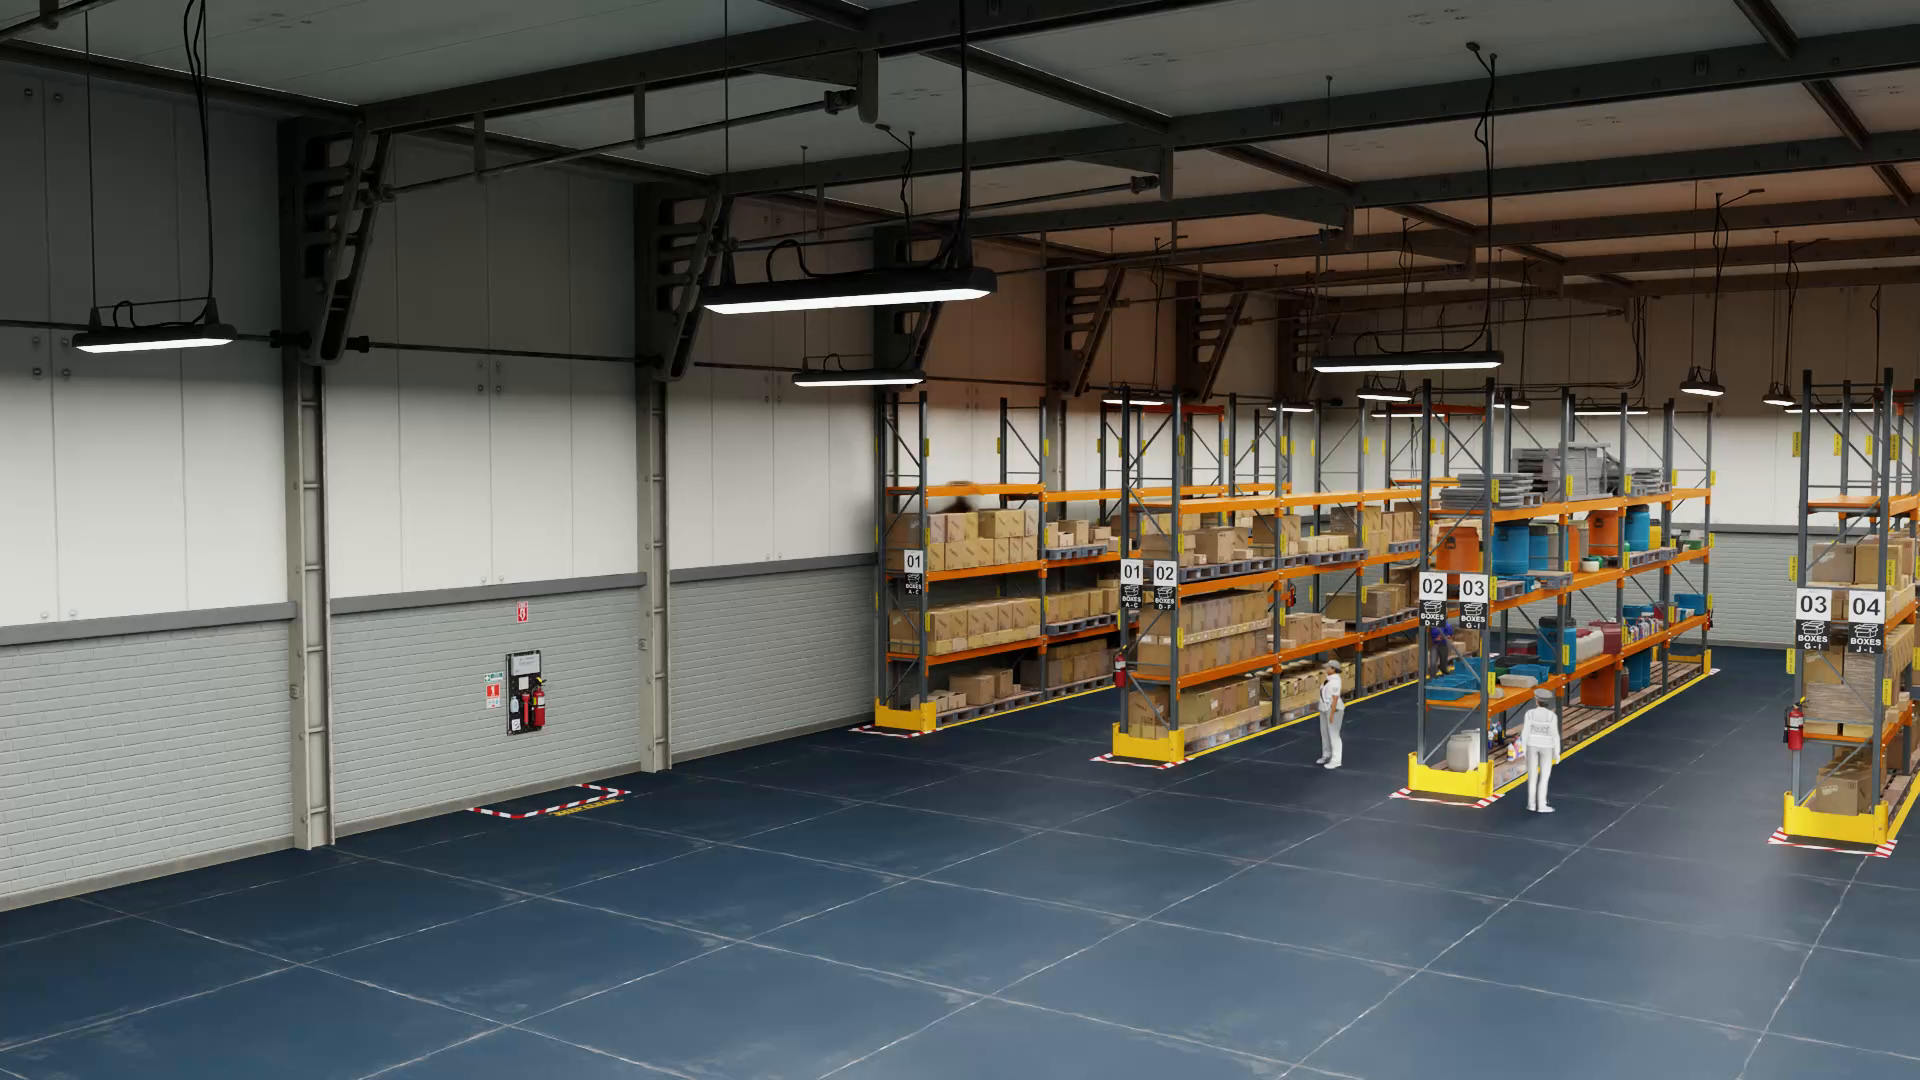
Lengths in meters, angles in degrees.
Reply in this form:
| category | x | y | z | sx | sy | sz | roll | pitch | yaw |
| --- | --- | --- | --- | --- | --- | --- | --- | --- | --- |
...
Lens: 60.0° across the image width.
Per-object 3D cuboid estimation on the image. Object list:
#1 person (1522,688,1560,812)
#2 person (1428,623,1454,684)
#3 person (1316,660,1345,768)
| category | x | y | z | sx | sy | sz | roll | pitch | yaw |
| --- | --- | --- | --- | --- | --- | --- | --- | --- | --- |
| person | 7.980 | 2.889 | 22.839 | 0.503 | 1.696 | 0.353 | 2 | 4 | 36 |
| person | 9.896 | 2.256 | 34.270 | 0.570 | 1.609 | 1.028 | 2 | 4 | 34 |
| person | 5.826 | 2.713 | 26.175 | 0.424 | 1.672 | 0.512 | -1 | 3 | -9 |
